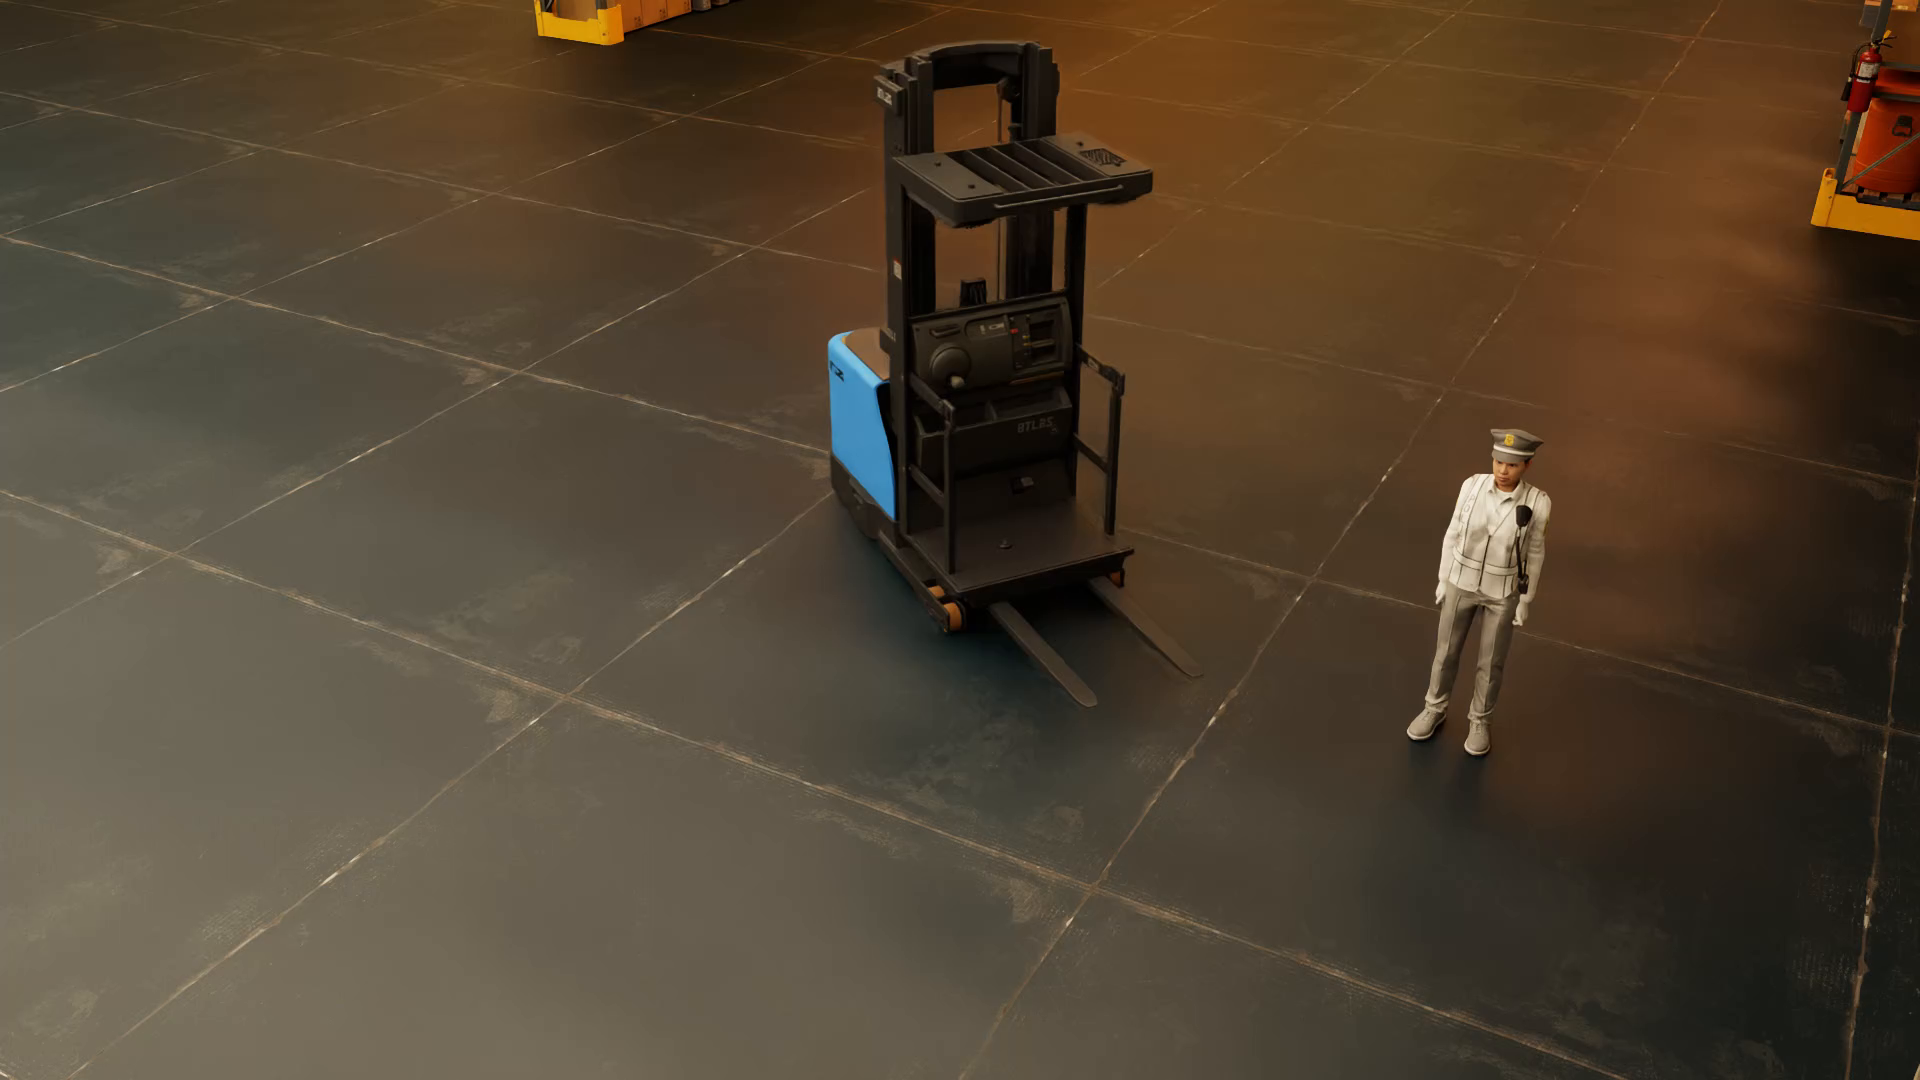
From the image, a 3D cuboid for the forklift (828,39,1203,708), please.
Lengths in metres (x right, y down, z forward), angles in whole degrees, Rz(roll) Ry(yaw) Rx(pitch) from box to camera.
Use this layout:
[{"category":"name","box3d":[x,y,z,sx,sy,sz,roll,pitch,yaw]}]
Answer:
[{"category":"forklift","box3d":[0.277,-1.011,8.822,1.130,2.935,3.031,-13,33,-22]}]

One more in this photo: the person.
[{"category":"person","box3d":[2.495,0.234,7.910,0.457,1.694,0.363,15,33,24]}]
